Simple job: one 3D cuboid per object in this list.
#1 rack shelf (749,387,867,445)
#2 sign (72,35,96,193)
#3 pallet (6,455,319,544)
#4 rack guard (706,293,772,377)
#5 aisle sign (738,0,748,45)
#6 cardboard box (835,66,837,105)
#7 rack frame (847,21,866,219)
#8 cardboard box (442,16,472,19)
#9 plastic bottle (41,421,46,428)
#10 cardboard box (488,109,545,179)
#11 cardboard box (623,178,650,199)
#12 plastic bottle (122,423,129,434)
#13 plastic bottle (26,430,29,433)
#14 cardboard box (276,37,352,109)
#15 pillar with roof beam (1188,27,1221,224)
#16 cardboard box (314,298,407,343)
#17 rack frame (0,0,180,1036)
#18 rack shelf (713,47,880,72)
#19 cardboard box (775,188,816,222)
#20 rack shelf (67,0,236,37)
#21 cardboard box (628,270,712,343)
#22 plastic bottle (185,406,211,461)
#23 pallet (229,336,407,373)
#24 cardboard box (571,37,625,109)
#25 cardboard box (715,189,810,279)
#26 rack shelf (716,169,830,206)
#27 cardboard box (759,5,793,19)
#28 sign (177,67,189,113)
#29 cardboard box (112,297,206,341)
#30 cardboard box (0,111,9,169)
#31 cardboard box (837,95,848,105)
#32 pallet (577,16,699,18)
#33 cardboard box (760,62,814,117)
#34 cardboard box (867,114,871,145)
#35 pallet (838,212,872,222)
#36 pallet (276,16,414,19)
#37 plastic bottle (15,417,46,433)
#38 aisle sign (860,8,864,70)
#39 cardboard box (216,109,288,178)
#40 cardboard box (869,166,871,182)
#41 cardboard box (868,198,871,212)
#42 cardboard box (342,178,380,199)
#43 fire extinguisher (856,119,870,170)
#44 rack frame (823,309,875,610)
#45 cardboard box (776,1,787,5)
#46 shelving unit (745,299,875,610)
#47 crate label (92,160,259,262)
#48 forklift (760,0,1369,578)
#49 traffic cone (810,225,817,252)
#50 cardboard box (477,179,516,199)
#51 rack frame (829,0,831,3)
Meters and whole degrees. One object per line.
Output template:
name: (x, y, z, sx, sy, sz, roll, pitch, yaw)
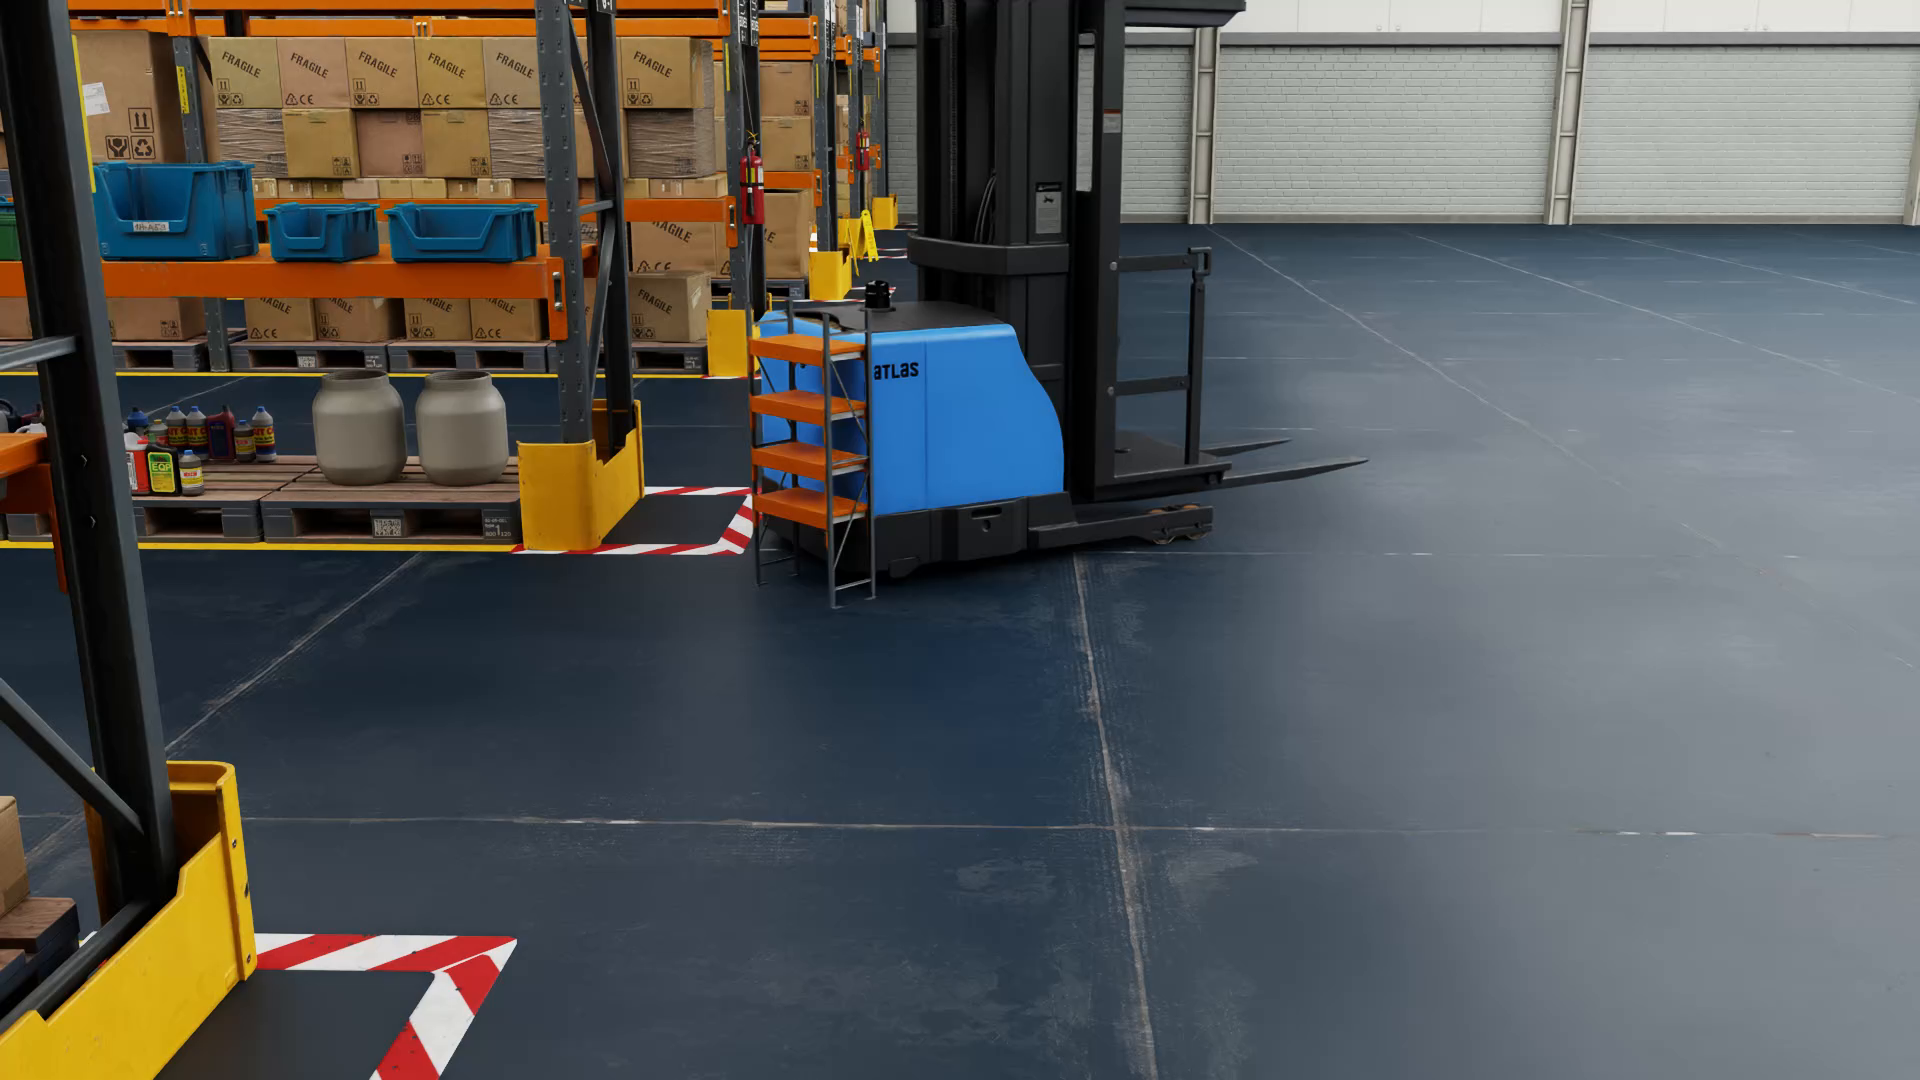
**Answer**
rack shelf: (-0.615, -0.512, 6.816, 0.258, 0.148, 0.480, -14, 20, -43)
sign: (-1.871, -0.896, 3.504, 0.005, 0.325, 0.100, 0, 15, 1)
pallet: (-3.866, -0.216, 8.246, 1.213, 0.211, 1.003, 0, 15, 1)
rack guard: (-1.710, -1.616, 12.985, 0.348, 0.500, 1.175, 0, 15, 1)
aisle sign: (-1.580, -4.004, 12.041, 0.004, 0.787, 0.394, 0, 15, 1)
cardboard box: (-1.897, -5.975, 21.866, 0.500, 0.500, 0.700, 0, 15, 0)
rack frame: (-1.381, -5.351, 22.243, 0.127, 3.000, 1.000, 0, 15, 1)
cardboard box: (-6.473, -6.930, 21.816, 0.500, 0.250, 0.500, 1, 15, 2)
plastic bottle: (-4.570, -0.526, 8.416, 0.133, 0.283, 0.061, 0, 15, 1)
cardboard box: (-3.185, -3.014, 12.604, 0.500, 0.500, 0.875, 0, 15, 1)
cardboard box: (-2.426, -2.642, 12.467, 0.250, 0.149, 0.380, 0, 15, 1)
plastic bottle: (-4.312, -0.517, 8.542, 0.097, 0.201, 0.097, 0, 15, 0)
plastic bottle: (-4.371, -0.406, 7.974, 0.135, 0.276, 0.152, 0, 15, 1)
cardboard box: (-4.690, -3.455, 12.317, 0.500, 0.500, 0.500, 0, 15, 1)
pillar with roof beam: (3.957, -8.615, 22.854, 0.400, 9.000, 9.100, 0, 15, 1)
cardboard box: (-4.661, -1.830, 12.973, 0.500, 0.500, 0.500, 5, 16, 19)
rack frame: (-1.891, -0.298, 3.088, 0.127, 3.000, 1.000, 0, 15, 1)
rack shelf: (-3.257, -7.733, 26.799, 4.000, 0.370, 1.077, 0, 15, 1)
cardboard box: (-2.189, -4.526, 22.212, 0.500, 0.500, 0.500, 0, 15, 2)
rack shelf: (-7.632, -3.966, 12.521, 4.000, 0.370, 1.077, 0, 15, 1)
cardboard box: (-2.258, -1.827, 12.961, 0.500, 0.500, 0.500, 3, 15, 12)
plastic bottle: (-3.908, -0.548, 8.523, 0.097, 0.271, 0.097, 0, 15, 0)
pallet: (-4.961, -1.506, 13.136, 1.213, 0.211, 1.003, 0, 15, 1)
cardboard box: (-2.690, -3.442, 12.267, 0.500, 0.500, 0.500, 0, 15, 1)
cardboard box: (-2.086, -3.252, 17.626, 0.875, 0.875, 0.875, 0, 15, 2)
rack shelf: (-3.406, -3.753, 17.597, 4.000, 0.370, 1.077, 0, 15, 1)
cardboard box: (-2.402, -6.815, 21.620, 0.500, 0.250, 0.500, 0, 15, 1)
sign: (-5.644, -3.268, 12.078, 0.005, 0.325, 0.100, 0, 15, 1)
cardboard box: (-6.246, -1.864, 13.061, 0.500, 0.500, 0.700, -1, 15, -3)
cardboard box: (-7.368, -3.091, 12.649, 0.637, 0.503, 0.797, 2, 15, 7)
cardboard box: (-1.869, -7.065, 26.689, 0.250, 0.149, 0.380, 0, 15, 2)
pallet: (-3.371, -5.505, 17.120, 1.213, 0.211, 1.003, 0, 15, 1)
cardboard box: (-1.776, -4.695, 17.345, 0.550, 0.550, 0.875, 0, 15, 1)
cardboard box: (-1.746, -6.740, 27.309, 0.500, 0.500, 0.500, 1, 15, 3)
pallet: (-2.024, -5.263, 27.375, 1.213, 0.211, 1.003, 0, 15, 1)
pallet: (-6.323, -5.466, 17.171, 1.217, 0.209, 0.805, 0, 15, -1)
plastic bottle: (-4.349, -0.404, 7.821, 0.185, 0.351, 0.144, 0, 15, 1)
aisle sign: (-1.311, -6.687, 22.209, 0.004, 0.787, 0.394, 0, 15, 1)
cardboard box: (-5.185, -3.024, 12.641, 0.500, 0.500, 0.875, 0, 15, 1)
cardboard box: (-1.734, -6.026, 27.405, 0.500, 0.250, 0.500, 0, 15, 1)
cardboard box: (-1.744, -5.544, 27.539, 0.500, 0.250, 0.500, 0, 15, 2)
cardboard box: (-4.426, -2.640, 12.457, 0.250, 0.149, 0.380, 0, 15, 1)
fire extinguisher: (-1.278, -5.196, 21.804, 0.183, 0.674, 0.296, 0, 15, 1)
rack frame: (-0.443, -0.317, 6.688, 0.240, 1.200, 0.015, -14, 20, -43)
cardboard box: (-2.239, -7.001, 21.545, 0.250, 0.149, 0.380, 0, 15, 1)
shelving unit: (-0.615, -0.361, 6.856, 0.258, 1.200, 0.503, -14, 20, -43)
crate label: (-3.608, -1.521, 7.656, 0.616, 0.435, 0.502, 0, 15, 1)
forklift: (0.614, -1.502, 7.788, 3.031, 2.935, 1.130, -8, 17, -28)
traffic cone: (-1.844, -3.798, 21.330, 0.334, 0.463, 0.336, 0, 15, 1)
cardboard box: (-3.427, -2.635, 12.439, 0.250, 0.149, 0.380, 0, 15, 1)
rack frame: (-1.407, -6.989, 16.690, 0.127, 3.000, 1.000, 0, 15, 1)
